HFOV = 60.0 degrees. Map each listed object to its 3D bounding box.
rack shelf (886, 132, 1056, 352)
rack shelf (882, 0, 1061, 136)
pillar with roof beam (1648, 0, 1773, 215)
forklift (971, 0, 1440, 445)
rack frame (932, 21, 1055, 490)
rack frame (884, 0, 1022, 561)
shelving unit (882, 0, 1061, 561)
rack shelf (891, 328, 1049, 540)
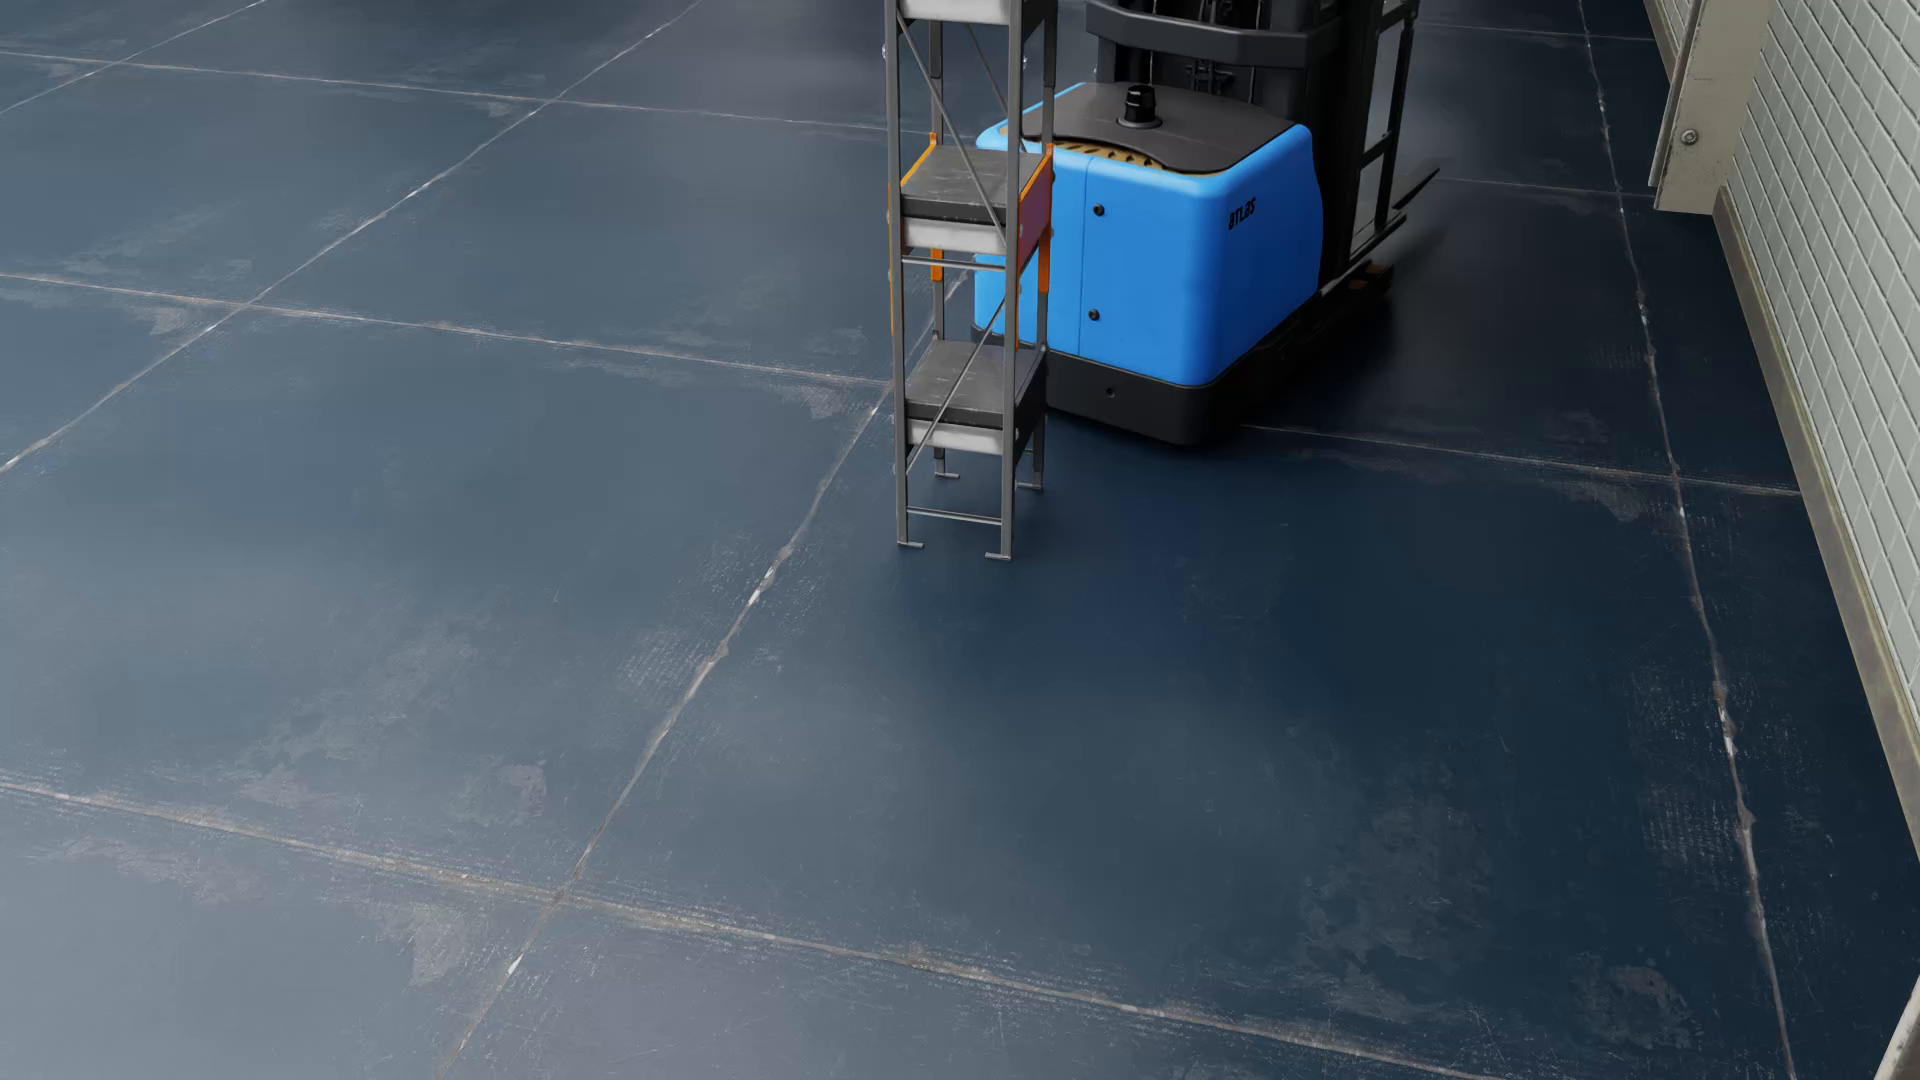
[{"bbox_3d":[0.042,-0.960,5.329,0.431,0.518,0.480,8,33,12],"label":"rack shelf"},{"bbox_3d":[0.042,-1.551,4.954,0.431,0.518,0.480,8,33,12],"label":"rack shelf"},{"bbox_3d":[-0.471,-6.127,7.000,9.100,9.000,0.400,8,33,12],"label":"pillar with roof beam"},{"bbox_3d":[1.273,-2.337,6.694,1.130,2.935,3.031,19,37,28],"label":"forklift"},{"bbox_3d":[0.104,-1.099,5.521,0.400,2.100,0.015,8,33,12],"label":"rack frame"},{"bbox_3d":[-0.020,-0.845,5.123,0.400,2.100,0.015,8,33,12],"label":"rack frame"},{"bbox_3d":[0.042,-0.972,5.322,0.431,2.100,0.503,8,33,12],"label":"shelving unit"},{"bbox_3d":[0.042,-0.370,5.705,0.431,0.518,0.480,8,33,12],"label":"rack shelf"}]
